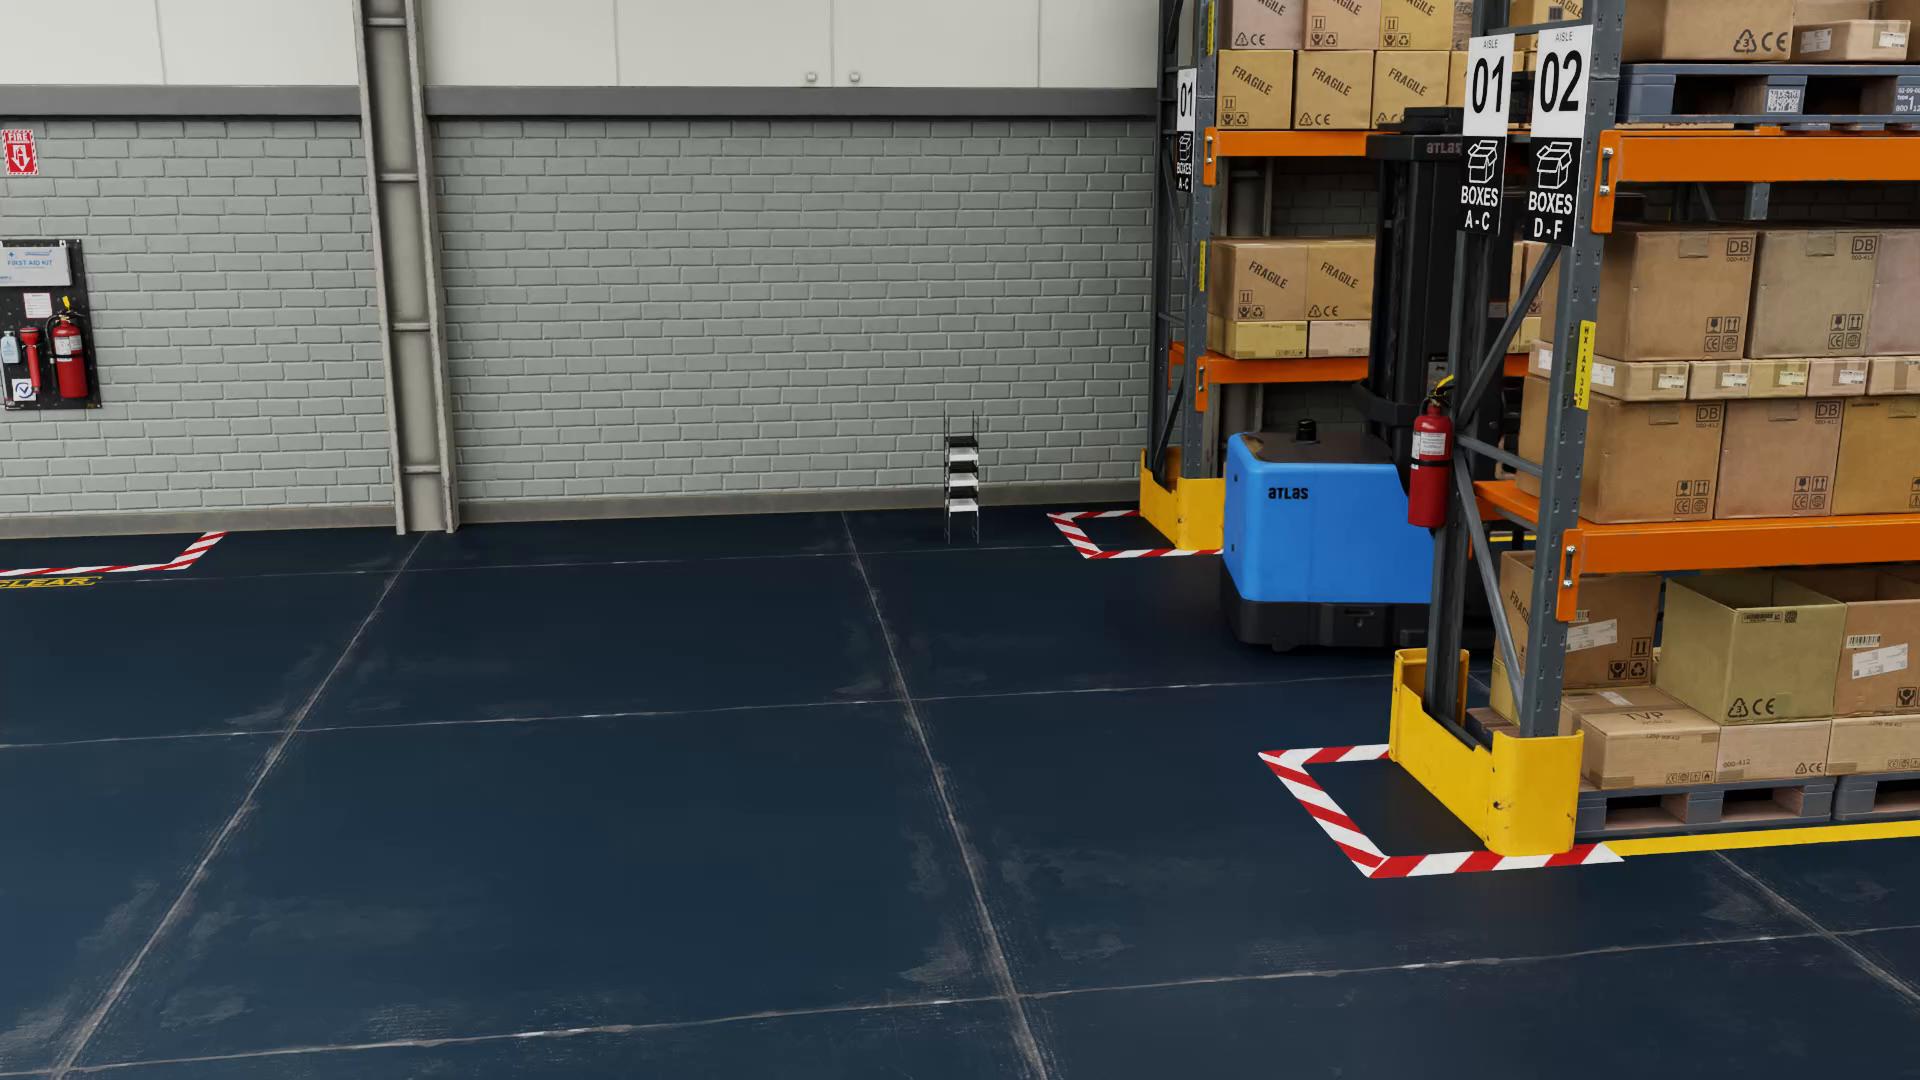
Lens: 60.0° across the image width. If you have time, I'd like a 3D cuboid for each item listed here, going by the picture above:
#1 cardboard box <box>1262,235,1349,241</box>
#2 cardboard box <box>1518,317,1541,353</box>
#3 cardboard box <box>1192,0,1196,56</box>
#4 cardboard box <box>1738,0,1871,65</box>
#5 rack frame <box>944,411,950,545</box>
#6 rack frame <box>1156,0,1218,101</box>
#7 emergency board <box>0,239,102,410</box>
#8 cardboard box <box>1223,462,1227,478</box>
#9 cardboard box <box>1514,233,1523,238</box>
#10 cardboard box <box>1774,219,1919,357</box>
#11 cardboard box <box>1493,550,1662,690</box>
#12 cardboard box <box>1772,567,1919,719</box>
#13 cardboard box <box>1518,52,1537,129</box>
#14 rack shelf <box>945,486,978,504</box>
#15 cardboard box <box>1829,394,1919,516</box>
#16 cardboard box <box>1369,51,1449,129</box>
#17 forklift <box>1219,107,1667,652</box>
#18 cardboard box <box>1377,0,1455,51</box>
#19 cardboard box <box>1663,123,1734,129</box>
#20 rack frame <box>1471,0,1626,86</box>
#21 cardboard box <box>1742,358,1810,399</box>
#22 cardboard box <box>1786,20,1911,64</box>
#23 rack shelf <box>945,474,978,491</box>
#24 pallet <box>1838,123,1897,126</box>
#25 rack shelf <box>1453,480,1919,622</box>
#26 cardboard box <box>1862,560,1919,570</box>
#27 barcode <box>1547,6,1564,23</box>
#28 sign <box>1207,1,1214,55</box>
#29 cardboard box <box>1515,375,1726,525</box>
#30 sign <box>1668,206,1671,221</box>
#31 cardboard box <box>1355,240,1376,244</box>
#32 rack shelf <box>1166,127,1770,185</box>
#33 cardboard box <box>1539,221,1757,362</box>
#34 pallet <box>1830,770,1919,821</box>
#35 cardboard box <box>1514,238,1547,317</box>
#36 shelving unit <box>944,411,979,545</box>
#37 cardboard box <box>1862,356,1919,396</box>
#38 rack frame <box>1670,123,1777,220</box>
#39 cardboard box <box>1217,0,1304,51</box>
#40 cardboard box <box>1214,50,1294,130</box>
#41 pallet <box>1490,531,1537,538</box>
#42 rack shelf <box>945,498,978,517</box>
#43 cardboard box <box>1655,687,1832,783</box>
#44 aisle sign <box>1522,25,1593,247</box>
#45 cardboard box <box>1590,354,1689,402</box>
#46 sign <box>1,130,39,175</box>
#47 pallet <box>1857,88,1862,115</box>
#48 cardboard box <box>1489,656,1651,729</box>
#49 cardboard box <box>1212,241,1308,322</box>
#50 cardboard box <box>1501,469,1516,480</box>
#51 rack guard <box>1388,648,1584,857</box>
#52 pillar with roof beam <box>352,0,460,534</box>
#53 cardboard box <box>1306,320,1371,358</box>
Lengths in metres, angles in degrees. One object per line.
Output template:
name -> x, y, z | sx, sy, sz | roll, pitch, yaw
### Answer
cardboard box -> 2.454, -1.907, 11.886 | 0.500, 0.500, 0.500 | -2, 14, -8
cardboard box -> 4.063, -1.476, 11.709 | 0.500, 0.250, 0.500 | -2, 14, -9
cardboard box -> 1.908, -3.599, 11.438 | 0.500, 0.500, 0.500 | -1, 14, -6
cardboard box -> 3.361, -2.090, 6.880 | 0.500, 0.250, 0.500 | -2, 14, -8
rack frame -> -0.093, -0.433, 11.599 | 0.006, 0.900, 0.240 | -2, 14, -8
rack frame -> 1.520, -4.432, 10.896 | 0.127, 3.000, 1.000 | -2, 14, -8
emergency board -> -6.299, -1.458, 11.369 | 0.643, 1.169, 0.194 | -2, 14, -8
cardboard box -> 2.218, -0.435, 11.913 | 0.500, 0.311, 0.500 | -4, 15, -15
cardboard box -> 3.974, -1.967, 12.123 | 0.500, 0.500, 0.500 | -2, 14, -7
cardboard box -> 3.795, -1.063, 6.923 | 0.500, 0.500, 0.700 | -2, 14, -8
cardboard box -> 2.748, 0.344, 7.430 | 0.500, 0.500, 0.500 | -2, 14, -8
cardboard box -> 3.812, 0.430, 7.090 | 0.500, 0.500, 0.500 | -2, 14, -8
cardboard box -> 3.969, -3.058, 11.337 | 0.500, 0.500, 0.500 | -3, 14, -11
rack shelf -> 0.008, -0.317, 11.644 | 0.200, 0.077, 0.258 | -2, 14, -8
cardboard box -> 3.736, -0.430, 7.065 | 0.500, 0.500, 0.700 | -2, 14, -8
cardboard box -> 2.937, -3.018, 11.177 | 0.500, 0.500, 0.500 | -1, 14, -6
forklift -> 3.068, -0.894, 9.262 | 3.031, 2.935, 1.130 | 0, 14, 2
cardboard box -> 2.946, -3.503, 11.056 | 0.500, 0.500, 0.500 | -2, 14, -7
cardboard box -> 5.010, -3.103, 11.514 | 0.500, 0.500, 0.500 | -2, 14, -7
rack frame -> 2.262, -3.241, 6.146 | 0.127, 3.000, 1.000 | -2, 14, -8
cardboard box -> 3.189, -0.675, 6.710 | 0.250, 0.149, 0.380 | -2, 14, -8
cardboard box -> 3.451, -1.936, 6.474 | 0.250, 0.149, 0.380 | -2, 14, -8
rack shelf -> 0.008, -0.404, 11.622 | 0.200, 0.077, 0.258 | -2, 14, -8
pallet -> 7.127, -3.066, 12.002 | 1.003, 0.211, 1.213 | -2, 14, -8
rack shelf -> 4.239, -0.055, 7.252 | 4.000, 0.370, 1.077 | -2, 14, -8
cardboard box -> 4.229, 0.287, 7.660 | 0.500, 0.500, 0.500 | -2, 14, -8
barcode -> 2.488, -2.194, 6.946 | 0.075, 0.075, 0.001 | -2, 14, -8
sign -> 1.601, -3.271, 10.634 | 0.005, 0.325, 0.100 | -2, 14, -8
cardboard box -> 2.725, -0.393, 6.918 | 0.500, 0.500, 0.700 | -2, 14, -8
sign -> 5.389, -2.362, 12.595 | 0.005, 0.325, 0.100 | -2, 14, -8
cardboard box -> 3.039, -1.801, 11.462 | 0.500, 0.500, 0.500 | -3, 14, -10
rack shelf -> 3.498, -2.701, 11.638 | 4.000, 0.370, 1.077 | -2, 14, -8
cardboard box -> 2.778, -1.025, 6.768 | 0.500, 0.500, 0.700 | -2, 14, -8
pallet -> 4.216, 0.940, 7.538 | 1.213, 0.211, 1.003 | -2, 14, -8
cardboard box -> 4.062, -1.841, 11.624 | 0.500, 0.500, 0.500 | -3, 14, -10
shelving unit -> 0.008, -0.437, 11.614 | 0.210, 0.900, 0.258 | -2, 14, -8
cardboard box -> 3.703, -0.694, 6.785 | 0.250, 0.149, 0.380 | -3, 14, -10
rack frame -> 5.476, -1.667, 12.204 | 0.127, 3.000, 1.000 | -2, 14, -8
cardboard box -> 1.937, -3.476, 10.948 | 0.500, 0.500, 0.500 | -3, 14, -12
cardboard box -> 1.888, -2.988, 11.055 | 0.500, 0.500, 0.500 | -2, 14, -7
pallet -> 3.608, -0.237, 12.233 | 1.213, 0.211, 1.003 | -2, 14, -8
rack shelf -> 0.008, -0.230, 11.665 | 0.200, 0.077, 0.258 | -2, 14, -8
cardboard box -> 3.319, 0.814, 7.099 | 0.500, 0.250, 0.500 | -2, 14, -8
aisle sign -> 2.242, -1.516, 6.256 | 0.004, 0.787, 0.394 | -2, 14, -8
cardboard box -> 2.682, -0.657, 6.634 | 0.250, 0.149, 0.380 | -2, 14, -9
sign -> -6.322, -2.606, 11.182 | 0.199, 0.298, 0.001 | -2, 14, -8
pallet -> 4.174, -1.807, 6.778 | 1.213, 0.211, 1.003 | -2, 14, -8
cardboard box -> 2.748, 0.708, 7.520 | 0.500, 0.250, 0.500 | -2, 14, -8
cardboard box -> 2.037, -1.768, 11.331 | 0.500, 0.500, 0.500 | -2, 14, -8
cardboard box -> 3.891, -0.445, 12.285 | 0.250, 0.149, 0.380 | -3, 14, -13
rack guard -> 2.238, 0.882, 7.176 | 0.348, 0.500, 1.175 | -2, 14, -8
pillar with roof beam -> -3.208, -3.413, 6.831 | 0.400, 9.000, 9.100 | -2, 14, -8
cardboard box -> 2.561, -1.423, 11.497 | 0.500, 0.250, 0.500 | -3, 14, -10
